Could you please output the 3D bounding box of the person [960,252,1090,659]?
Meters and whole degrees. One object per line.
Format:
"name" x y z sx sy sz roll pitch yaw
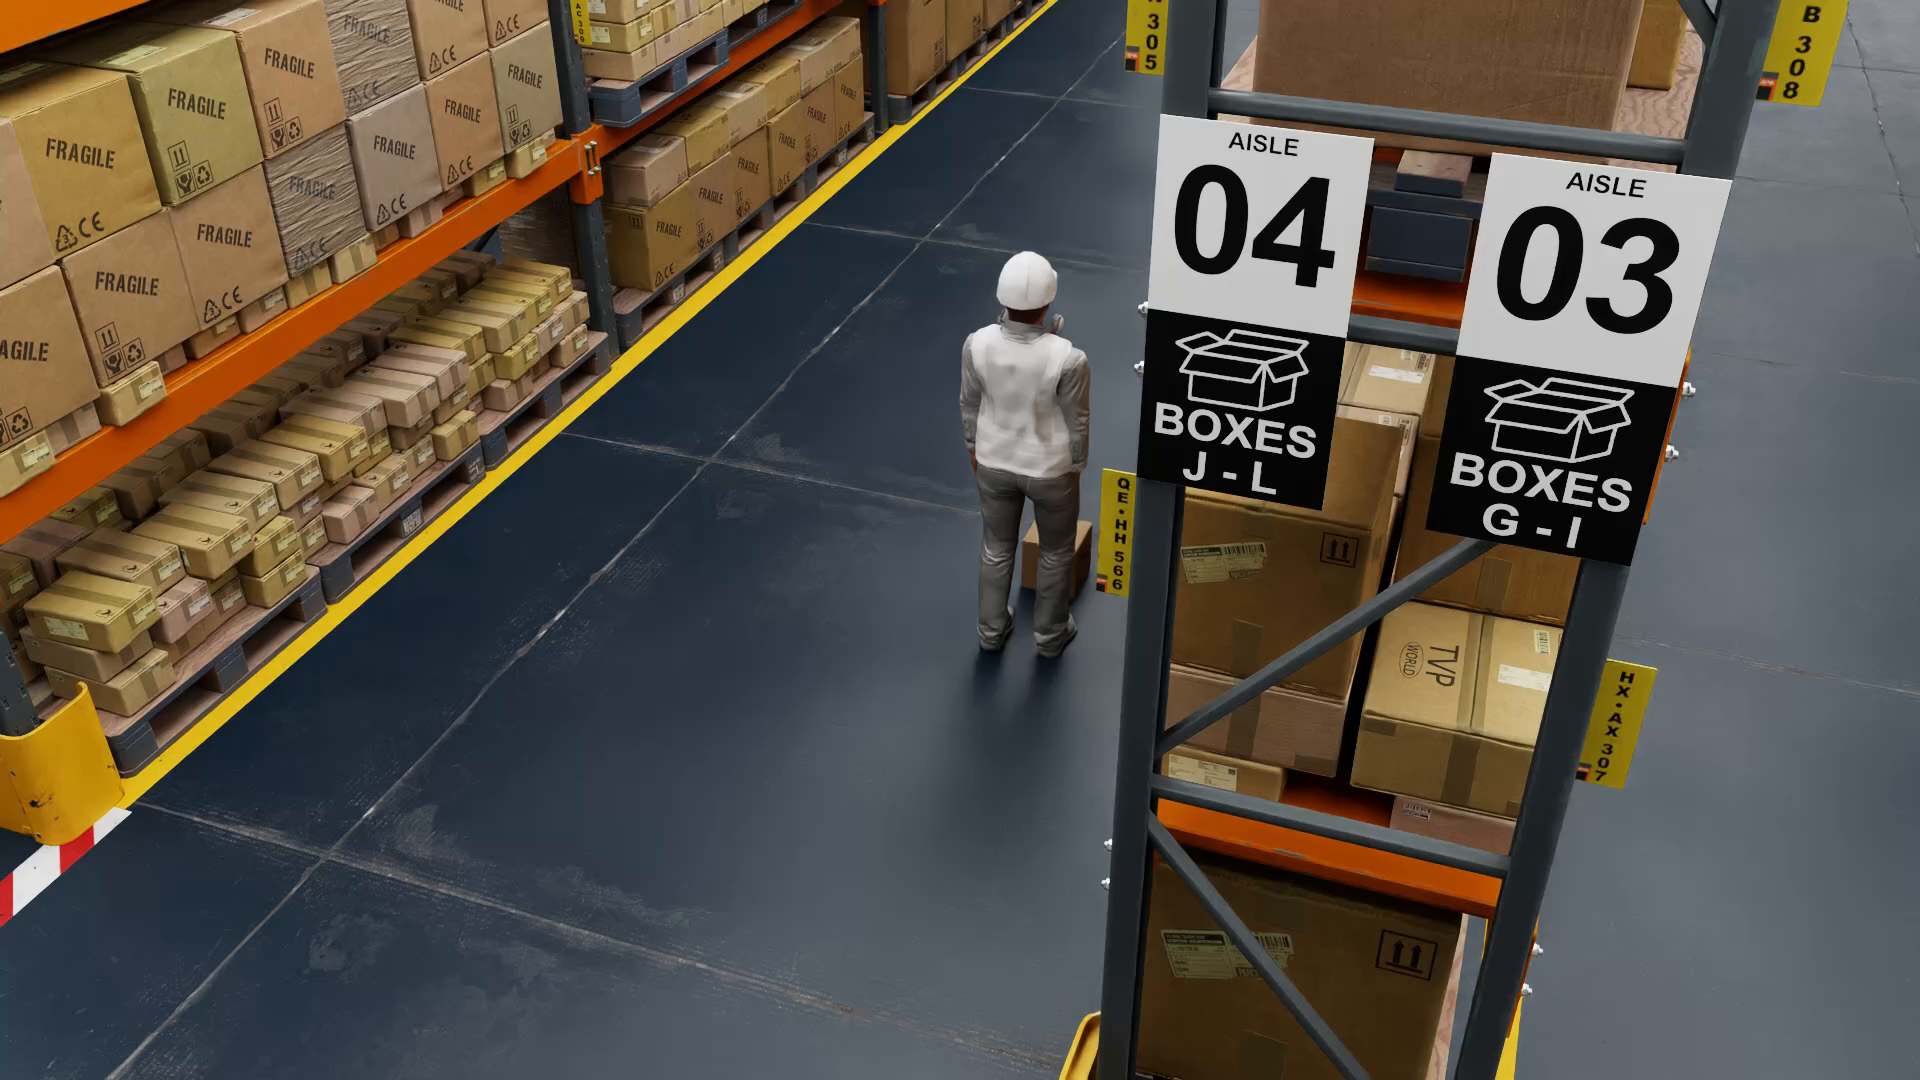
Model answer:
"person" 0.262 -0.328 6.628 0.531 1.769 0.365 12 35 18
